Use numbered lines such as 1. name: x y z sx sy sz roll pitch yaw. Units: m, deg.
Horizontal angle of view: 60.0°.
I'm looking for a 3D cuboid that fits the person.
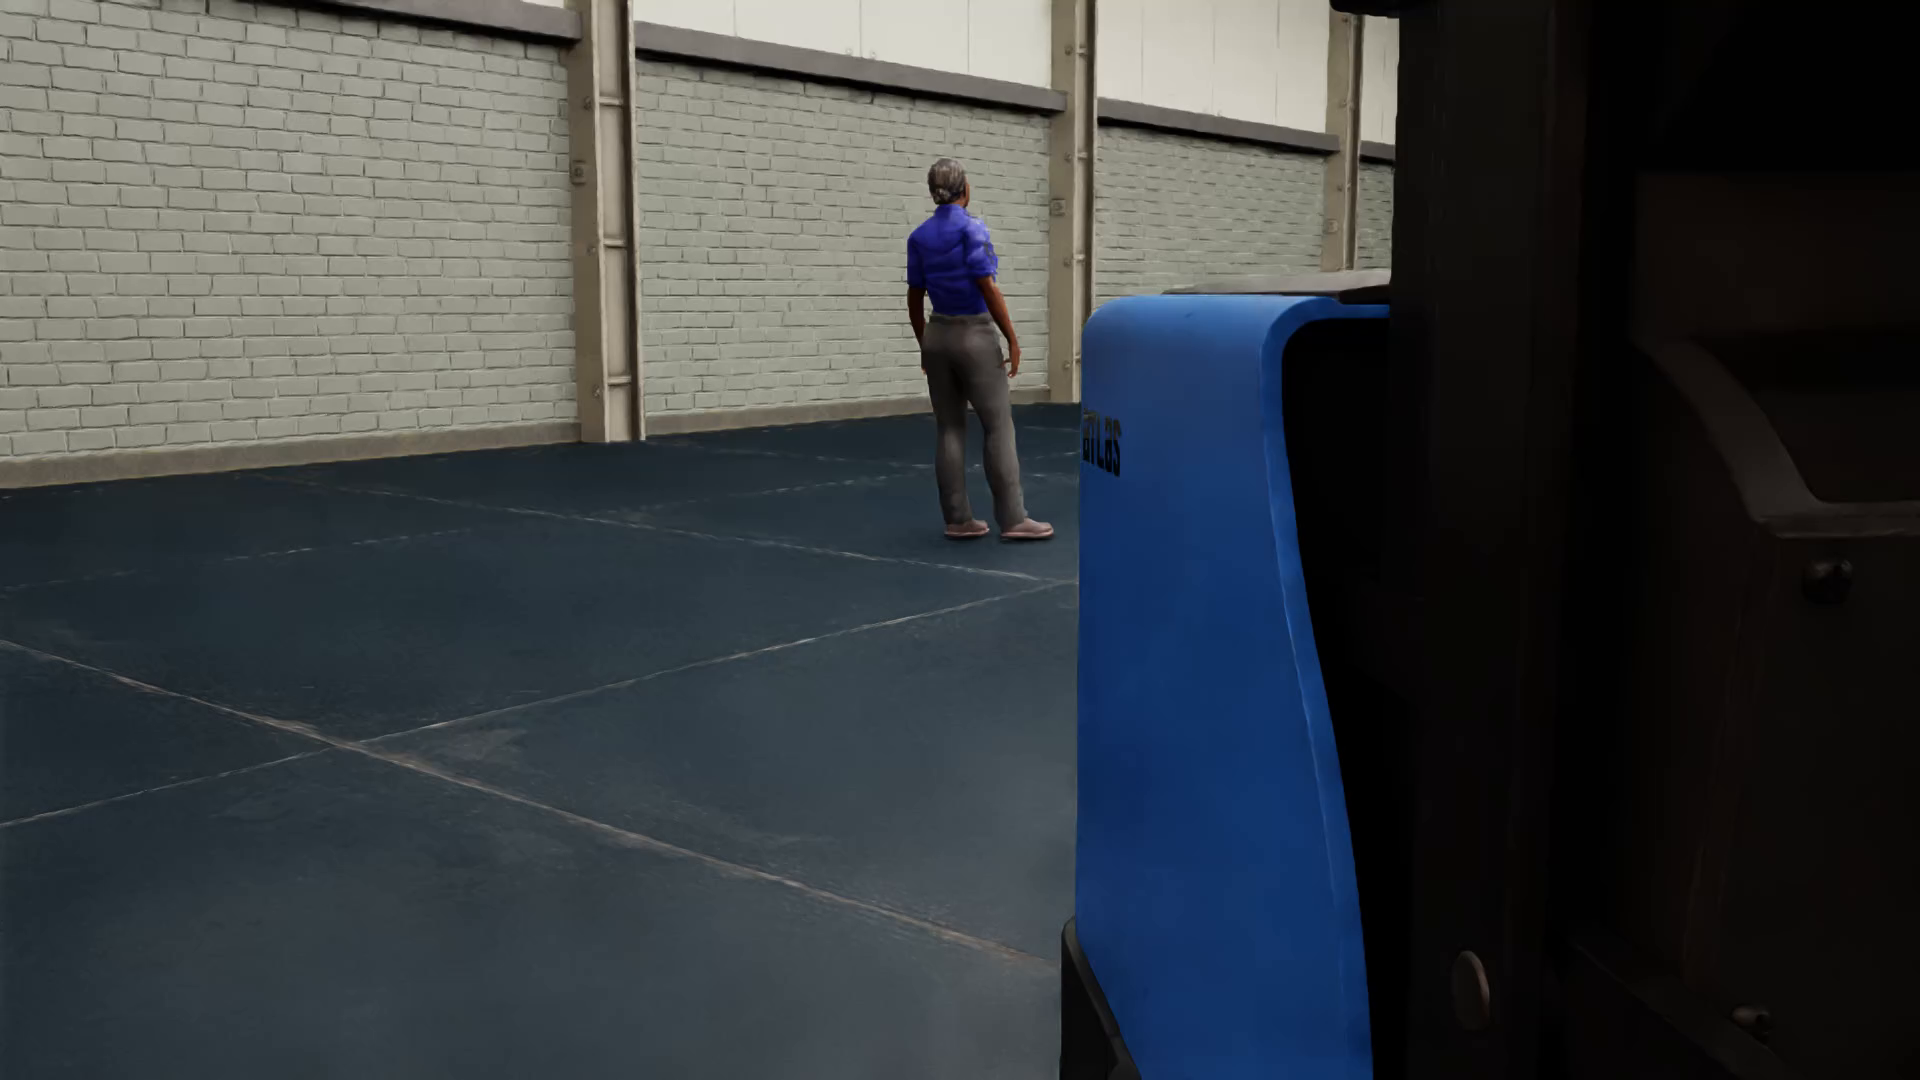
1. person: 0.070 -0.834 7.340 0.570 1.654 0.503 7 11 38
